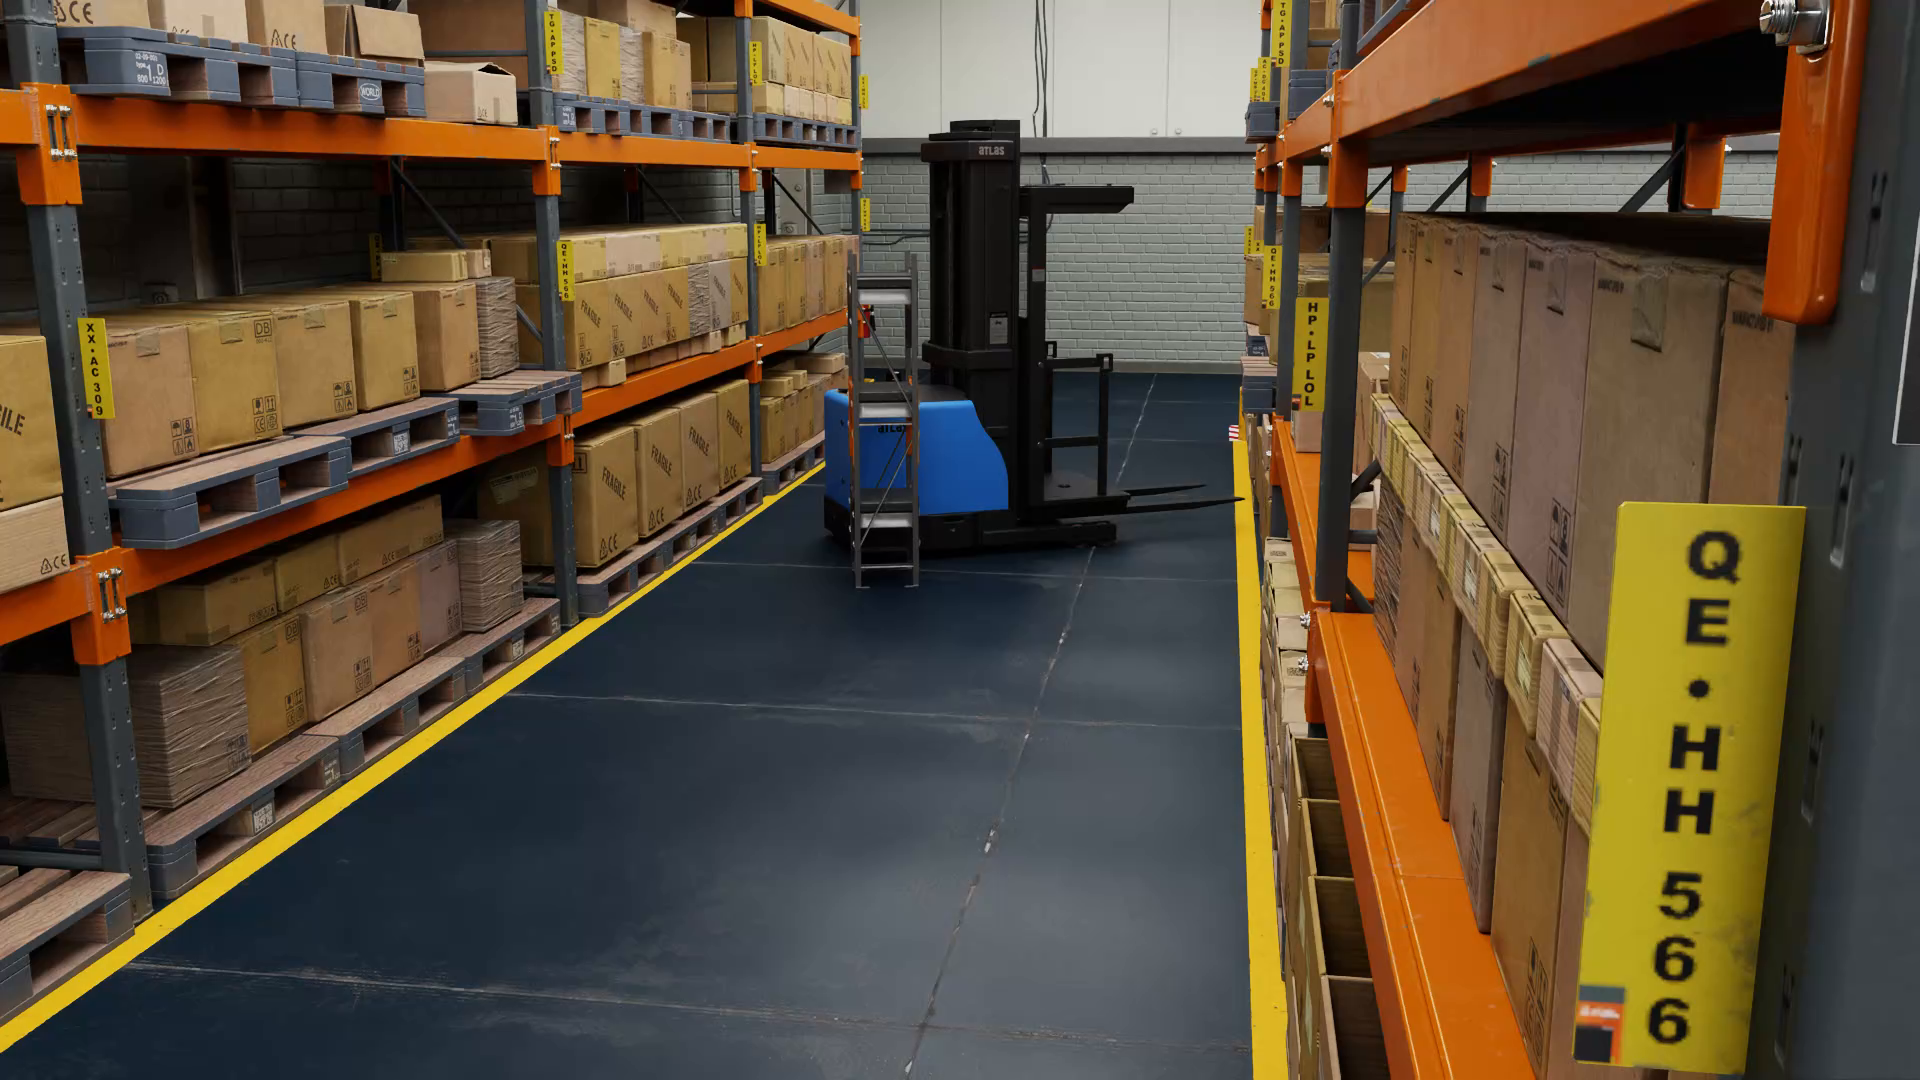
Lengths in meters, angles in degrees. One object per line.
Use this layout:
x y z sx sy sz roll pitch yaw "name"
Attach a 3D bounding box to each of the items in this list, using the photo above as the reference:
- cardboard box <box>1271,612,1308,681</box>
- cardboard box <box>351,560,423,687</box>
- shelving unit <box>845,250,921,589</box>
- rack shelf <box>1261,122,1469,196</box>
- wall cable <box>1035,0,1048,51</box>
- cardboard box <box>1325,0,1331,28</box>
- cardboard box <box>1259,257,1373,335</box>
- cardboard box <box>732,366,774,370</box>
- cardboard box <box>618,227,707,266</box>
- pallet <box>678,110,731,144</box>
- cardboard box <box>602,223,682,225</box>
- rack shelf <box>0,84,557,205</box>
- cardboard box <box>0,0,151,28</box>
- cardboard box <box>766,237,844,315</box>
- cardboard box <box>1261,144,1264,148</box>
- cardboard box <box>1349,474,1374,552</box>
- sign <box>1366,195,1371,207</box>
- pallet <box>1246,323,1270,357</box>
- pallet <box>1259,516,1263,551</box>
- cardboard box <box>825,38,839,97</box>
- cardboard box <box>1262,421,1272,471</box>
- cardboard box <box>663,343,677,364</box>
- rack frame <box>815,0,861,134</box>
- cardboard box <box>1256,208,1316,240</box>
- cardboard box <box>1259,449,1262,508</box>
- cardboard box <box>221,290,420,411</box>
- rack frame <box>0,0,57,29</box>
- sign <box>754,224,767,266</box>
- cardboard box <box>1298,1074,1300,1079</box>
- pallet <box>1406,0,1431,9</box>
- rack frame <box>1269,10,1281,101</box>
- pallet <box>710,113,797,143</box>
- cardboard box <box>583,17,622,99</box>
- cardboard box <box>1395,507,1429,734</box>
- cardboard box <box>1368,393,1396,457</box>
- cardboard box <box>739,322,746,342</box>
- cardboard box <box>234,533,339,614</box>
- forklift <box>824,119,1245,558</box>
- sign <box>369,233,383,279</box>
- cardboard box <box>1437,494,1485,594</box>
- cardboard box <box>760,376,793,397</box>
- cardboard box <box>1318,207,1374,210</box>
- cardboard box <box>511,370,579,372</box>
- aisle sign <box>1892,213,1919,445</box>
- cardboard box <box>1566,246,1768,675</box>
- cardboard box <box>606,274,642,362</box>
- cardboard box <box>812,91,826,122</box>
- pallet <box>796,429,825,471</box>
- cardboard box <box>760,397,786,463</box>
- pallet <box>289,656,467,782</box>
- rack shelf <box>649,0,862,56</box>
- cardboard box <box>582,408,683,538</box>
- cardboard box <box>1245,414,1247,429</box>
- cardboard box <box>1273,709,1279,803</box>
1.562 0.465 6.917 0.500 0.311 0.500 2 12 8 "cardboard box"
-3.033 0.384 7.980 0.700 0.500 0.500 2 12 8 "cardboard box"
-0.490 -0.771 10.589 0.431 2.100 0.503 -1 12 -6 "shelving unit"
2.472 -2.353 10.381 1.077 0.370 4.000 2 12 9 "rack shelf"
2.395 -7.609 21.324 3.097 2.526 0.112 2 12 9 "wall cable"
2.394 -3.129 9.663 0.500 0.500 0.500 2 12 9 "cardboard box"
2.442 -1.673 11.401 0.700 0.500 0.500 4 13 18 "cardboard box"
-1.921 -1.515 15.299 0.380 0.149 0.250 2 12 8 "cardboard box"
-2.102 -2.068 11.697 0.500 0.250 0.500 2 12 10 "cardboard box"
-2.208 -2.995 12.106 0.805 0.209 1.217 1 12 6 "pallet"
-2.444 -2.298 12.766 0.500 0.250 0.500 2 12 10 "cardboard box"
-3.039 -1.681 7.259 1.077 0.370 4.000 2 12 9 "rack shelf"
-3.183 -1.981 5.712 0.500 0.500 0.500 4 13 17 "cardboard box"
-1.670 -2.536 15.928 0.980 0.700 0.700 2 12 8 "cardboard box"
2.747 -3.366 13.728 0.500 0.250 0.500 2 12 9 "cardboard box"
1.503 -0.113 5.717 0.396 0.266 0.258 2 12 7 "cardboard box"
3.940 -3.186 16.159 0.100 0.325 0.005 2 12 9 "sign"
2.549 -1.398 11.818 1.003 0.211 1.213 2 12 9 "pallet"
2.692 -0.121 12.056 1.003 0.211 1.213 2 12 9 "pallet"
-1.432 -4.396 15.495 0.500 0.500 0.500 2 12 10 "cardboard box"
2.234 -0.609 10.810 0.500 0.250 0.500 2 12 8 "cardboard box"
-2.179 -1.304 11.474 0.380 0.149 0.250 2 12 10 "cardboard box"
-1.501 -5.580 16.526 1.000 3.000 0.127 2 12 9 "rack frame"
2.834 -2.623 14.433 0.500 0.500 0.500 2 12 8 "cardboard box"
2.393 -0.444 11.823 0.500 0.500 0.500 2 12 9 "cardboard box"
-2.963 -0.888 7.712 0.700 0.500 0.500 2 12 9 "cardboard box"
-3.346 -3.082 4.935 1.000 3.000 0.127 2 12 9 "rack frame"
-1.578 -2.327 13.109 0.100 0.325 0.005 2 12 9 "sign"
1.014 1.444 3.705 0.500 0.250 0.500 2 12 9 "cardboard box"
1.253 -0.981 2.516 1.003 0.211 1.213 2 12 9 "pallet"
2.779 -4.588 11.921 1.000 3.000 0.127 2 12 9 "rack frame"
-1.980 -3.408 13.777 1.003 0.211 1.213 2 12 9 "pallet"
-2.586 -3.042 10.587 0.700 0.500 0.500 3 12 12 "cardboard box"
1.412 0.164 3.875 0.700 0.500 0.500 2 12 8 "cardboard box"
1.316 -0.306 4.517 0.380 0.149 0.250 2 12 9 "cardboard box"
-1.888 -1.622 12.950 0.380 0.149 0.250 2 12 9 "cardboard box"
-3.109 0.137 7.348 0.500 0.250 0.500 2 12 7 "cardboard box"
0.586 -1.478 11.893 3.031 2.935 1.130 -4 13 -19 "forklift"
-3.280 -1.565 9.389 0.100 0.325 0.005 2 12 9 "sign"
1.082 0.016 3.020 0.380 0.149 0.250 2 12 8 "cardboard box"
-1.667 -1.333 14.456 0.380 0.149 0.250 2 12 11 "cardboard box"
3.446 -2.711 14.840 0.500 0.500 0.500 2 12 10 "cardboard box"
-2.452 -0.930 9.738 0.380 0.149 0.250 2 12 8 "cardboard box"
0.633 -0.424 0.669 0.394 0.787 0.004 2 12 9 "aisle sign"
1.102 -0.058 1.824 0.700 0.500 0.500 2 12 7 "cardboard box"
-2.314 -1.388 10.322 0.500 0.500 0.500 2 12 11 "cardboard box"
-1.505 -3.917 15.050 0.500 0.250 0.500 2 12 7 "cardboard box"
-1.737 -0.862 15.493 1.003 0.211 1.213 2 12 9 "pallet"
-1.900 -0.951 14.221 0.700 0.500 0.500 2 12 9 "cardboard box"
-3.043 0.797 7.795 1.003 0.211 1.213 2 12 9 "pallet"
-1.808 -4.617 14.712 1.077 0.370 4.000 2 12 9 "rack shelf"
-2.347 -0.468 11.149 0.750 0.750 0.750 2 12 8 "cardboard box"
2.954 -1.151 15.695 0.500 0.250 0.500 2 12 9 "cardboard box"
1.484 0.842 6.498 0.500 0.250 0.500 2 12 10 "cardboard box"
